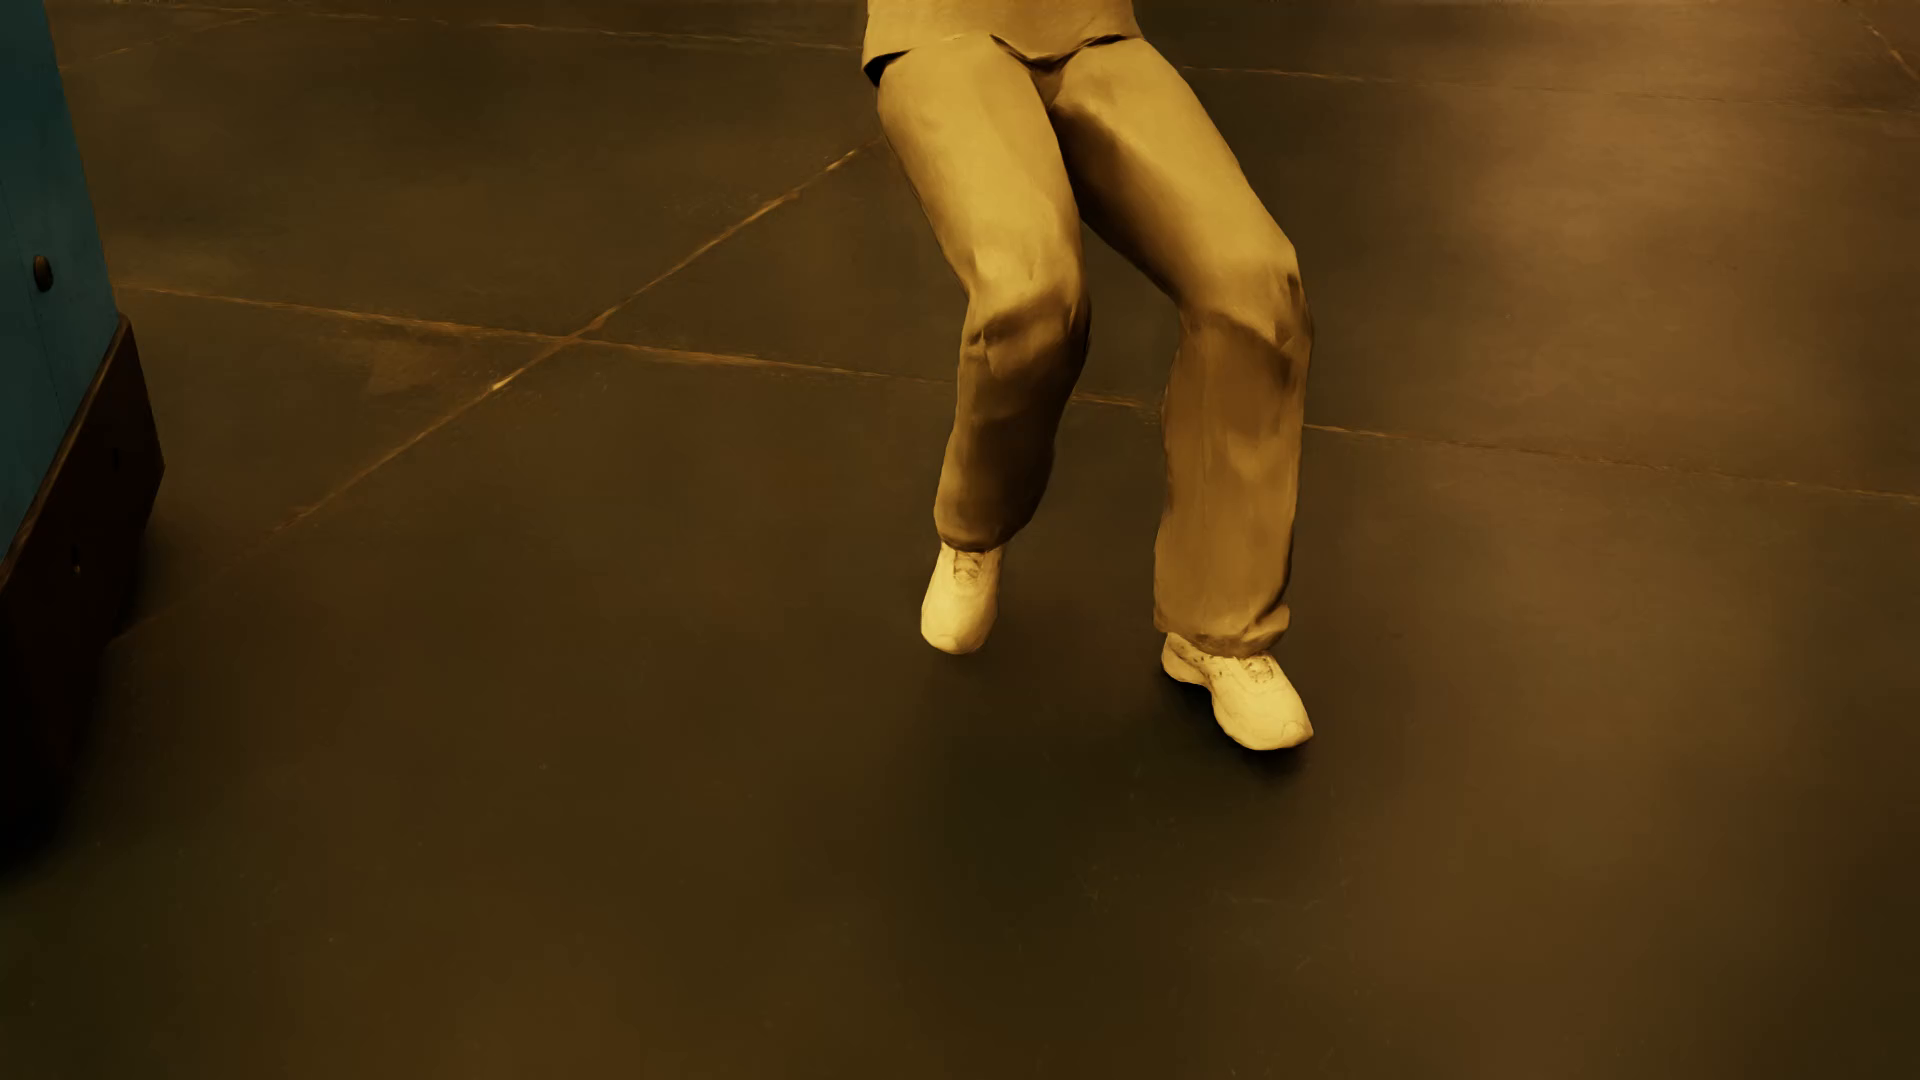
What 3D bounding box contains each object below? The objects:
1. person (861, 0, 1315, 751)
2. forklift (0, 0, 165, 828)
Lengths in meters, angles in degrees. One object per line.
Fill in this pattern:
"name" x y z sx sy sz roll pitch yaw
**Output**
"person" 0.170 -0.537 1.882 1.023 1.520 0.740 -11 29 -20
"forklift" -2.561 -0.975 1.185 3.031 2.935 1.130 -7 28 -14
